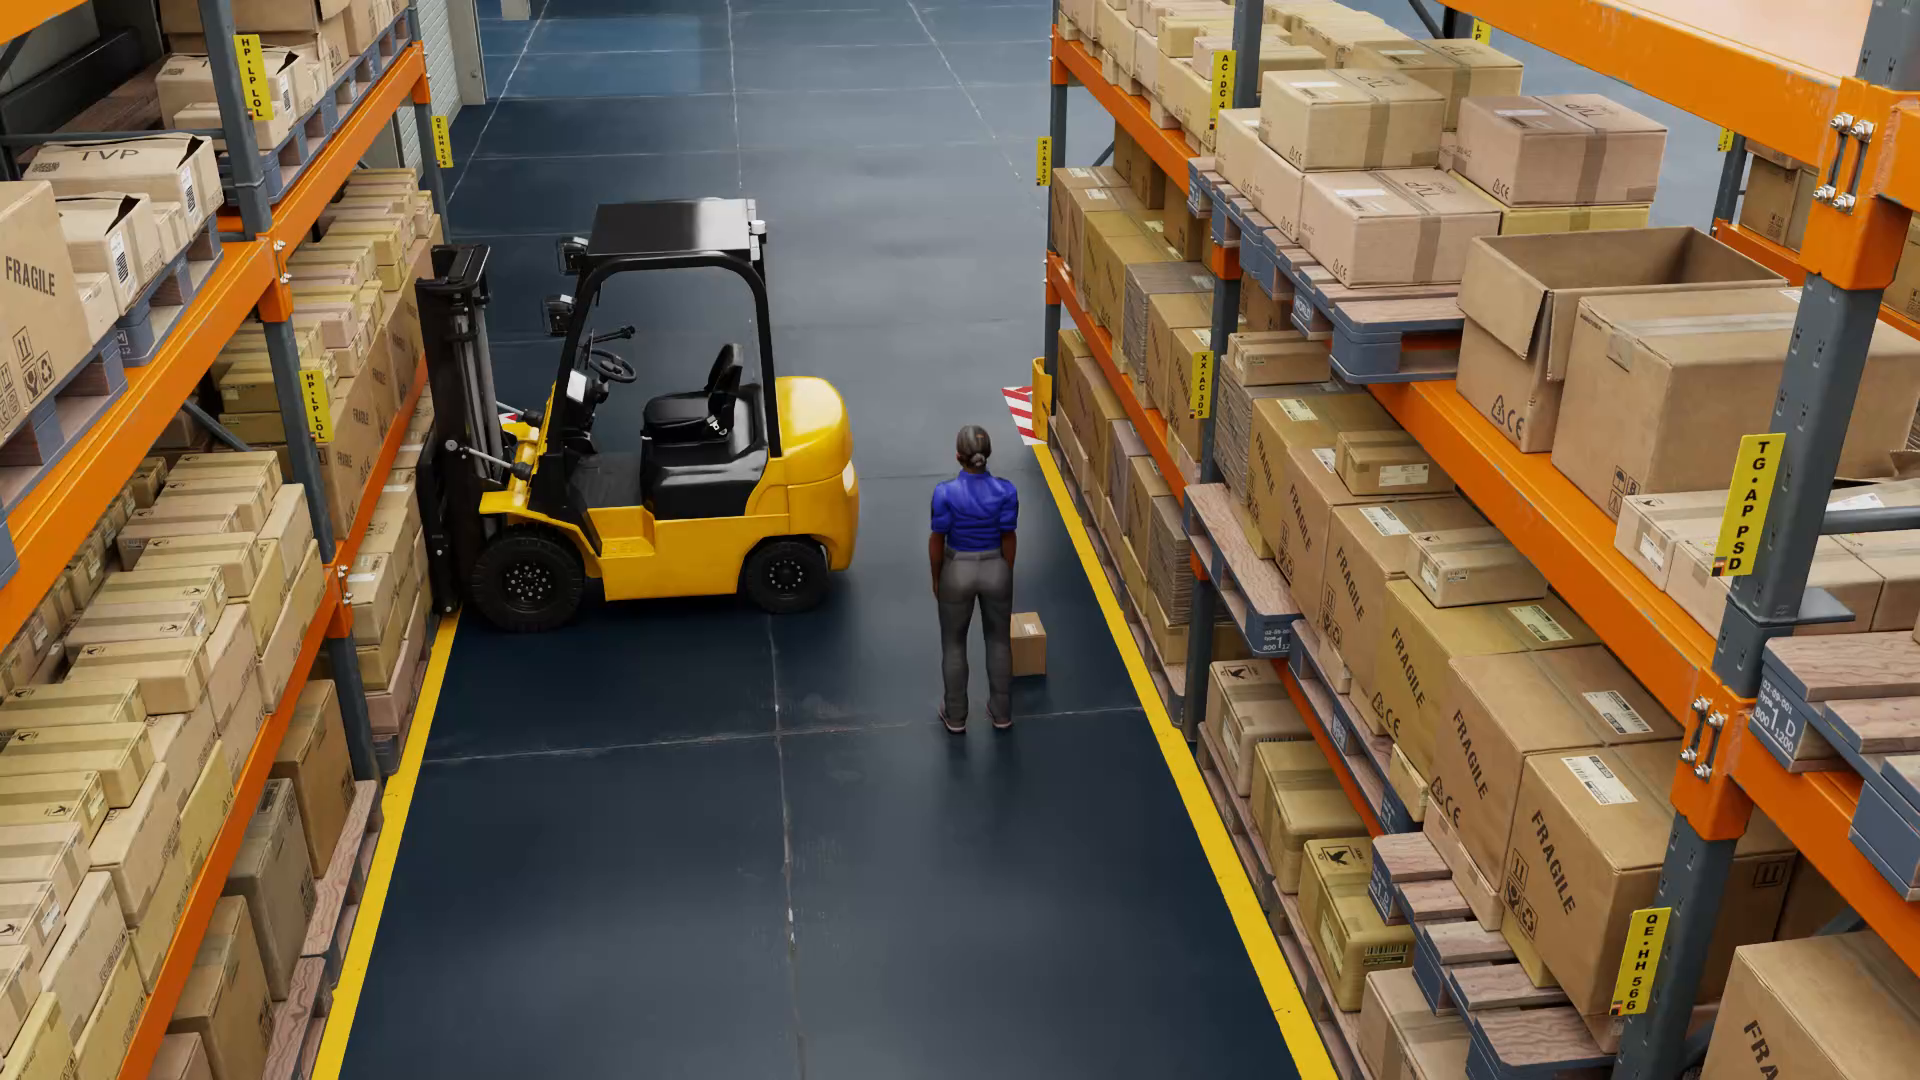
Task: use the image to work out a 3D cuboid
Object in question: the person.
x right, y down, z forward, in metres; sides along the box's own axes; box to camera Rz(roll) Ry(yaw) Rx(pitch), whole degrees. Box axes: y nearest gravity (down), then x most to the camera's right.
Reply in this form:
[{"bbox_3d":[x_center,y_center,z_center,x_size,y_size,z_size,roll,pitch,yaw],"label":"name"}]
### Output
[{"bbox_3d":[0.062,0.192,8.258,0.437,1.657,0.300,-3,27,-6],"label":"person"}]
